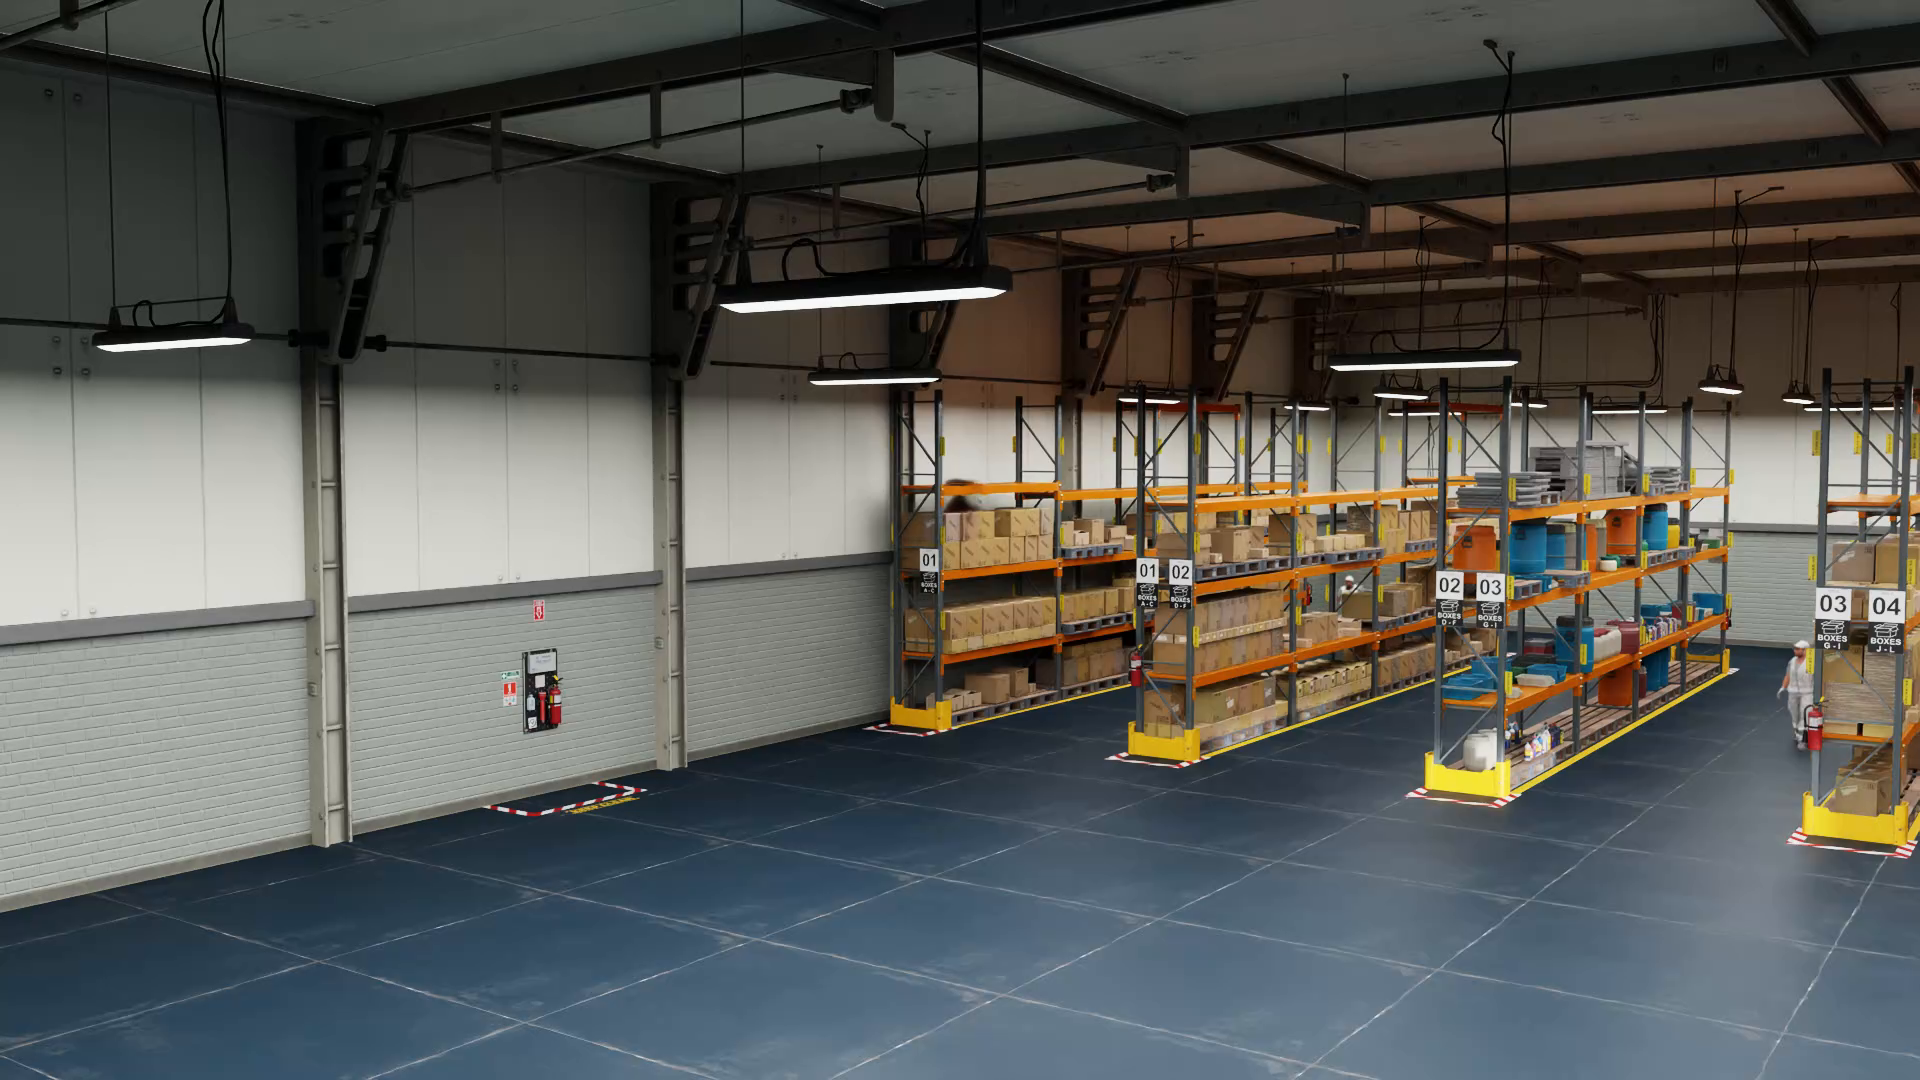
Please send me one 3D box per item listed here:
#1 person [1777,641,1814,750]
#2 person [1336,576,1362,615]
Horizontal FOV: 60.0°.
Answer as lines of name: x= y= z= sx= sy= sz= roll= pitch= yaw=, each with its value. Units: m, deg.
person: x=13.975 y=2.551 z=27.700 sx=0.653 sy=1.749 sz=0.994 roll=2 pitch=4 yaw=35
person: x=9.839 y=1.772 z=41.960 sx=0.697 sy=1.756 sz=0.744 roll=1 pitch=3 yaw=17
